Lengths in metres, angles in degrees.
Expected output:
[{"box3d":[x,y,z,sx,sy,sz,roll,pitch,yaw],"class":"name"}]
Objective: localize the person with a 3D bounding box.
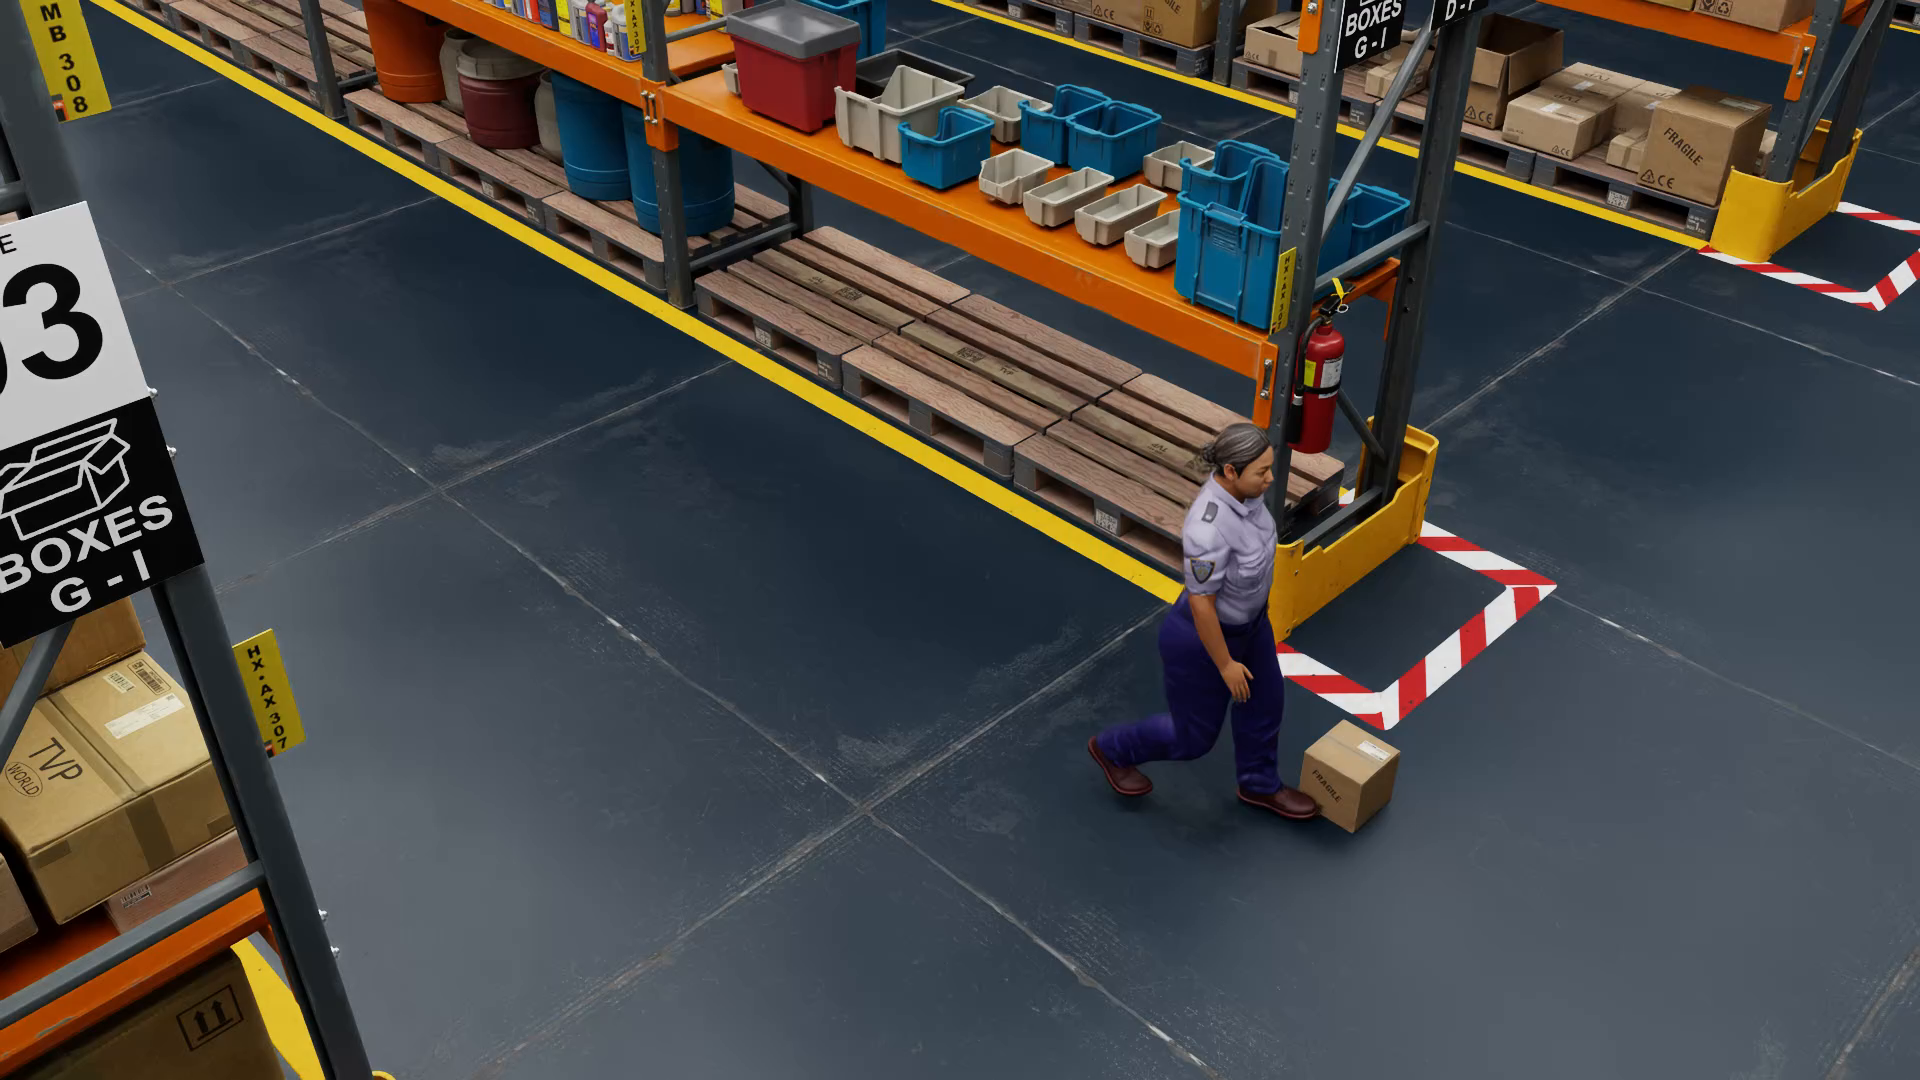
[{"box3d":[0.884,0.313,5.720,0.837,1.604,0.484,17,39,22],"class":"person"}]
